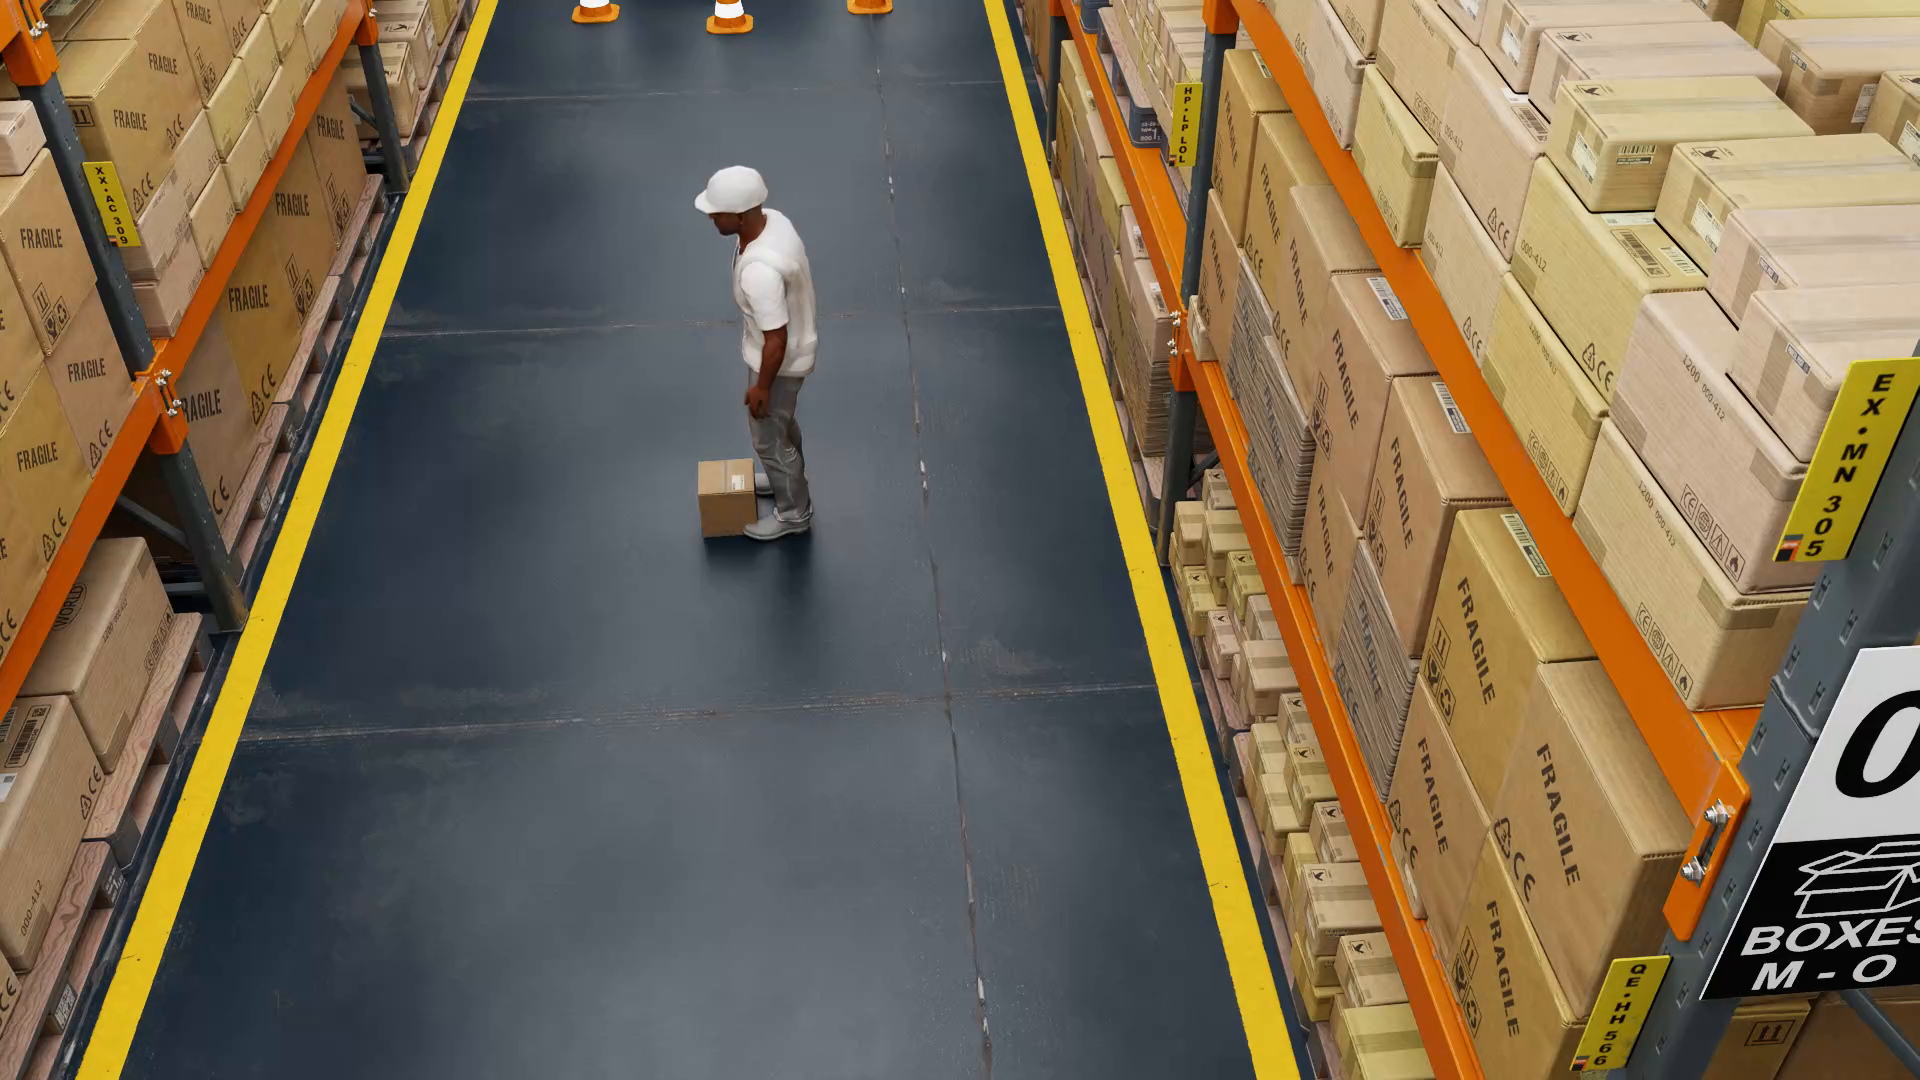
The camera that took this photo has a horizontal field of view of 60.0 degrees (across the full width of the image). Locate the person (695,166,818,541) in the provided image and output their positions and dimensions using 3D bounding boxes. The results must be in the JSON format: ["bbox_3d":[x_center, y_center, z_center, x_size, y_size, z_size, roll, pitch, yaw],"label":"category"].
[{"bbox_3d":[-0.833,-0.799,7.133,0.454,1.758,0.626,-3,39,-4],"label":"person"}]
